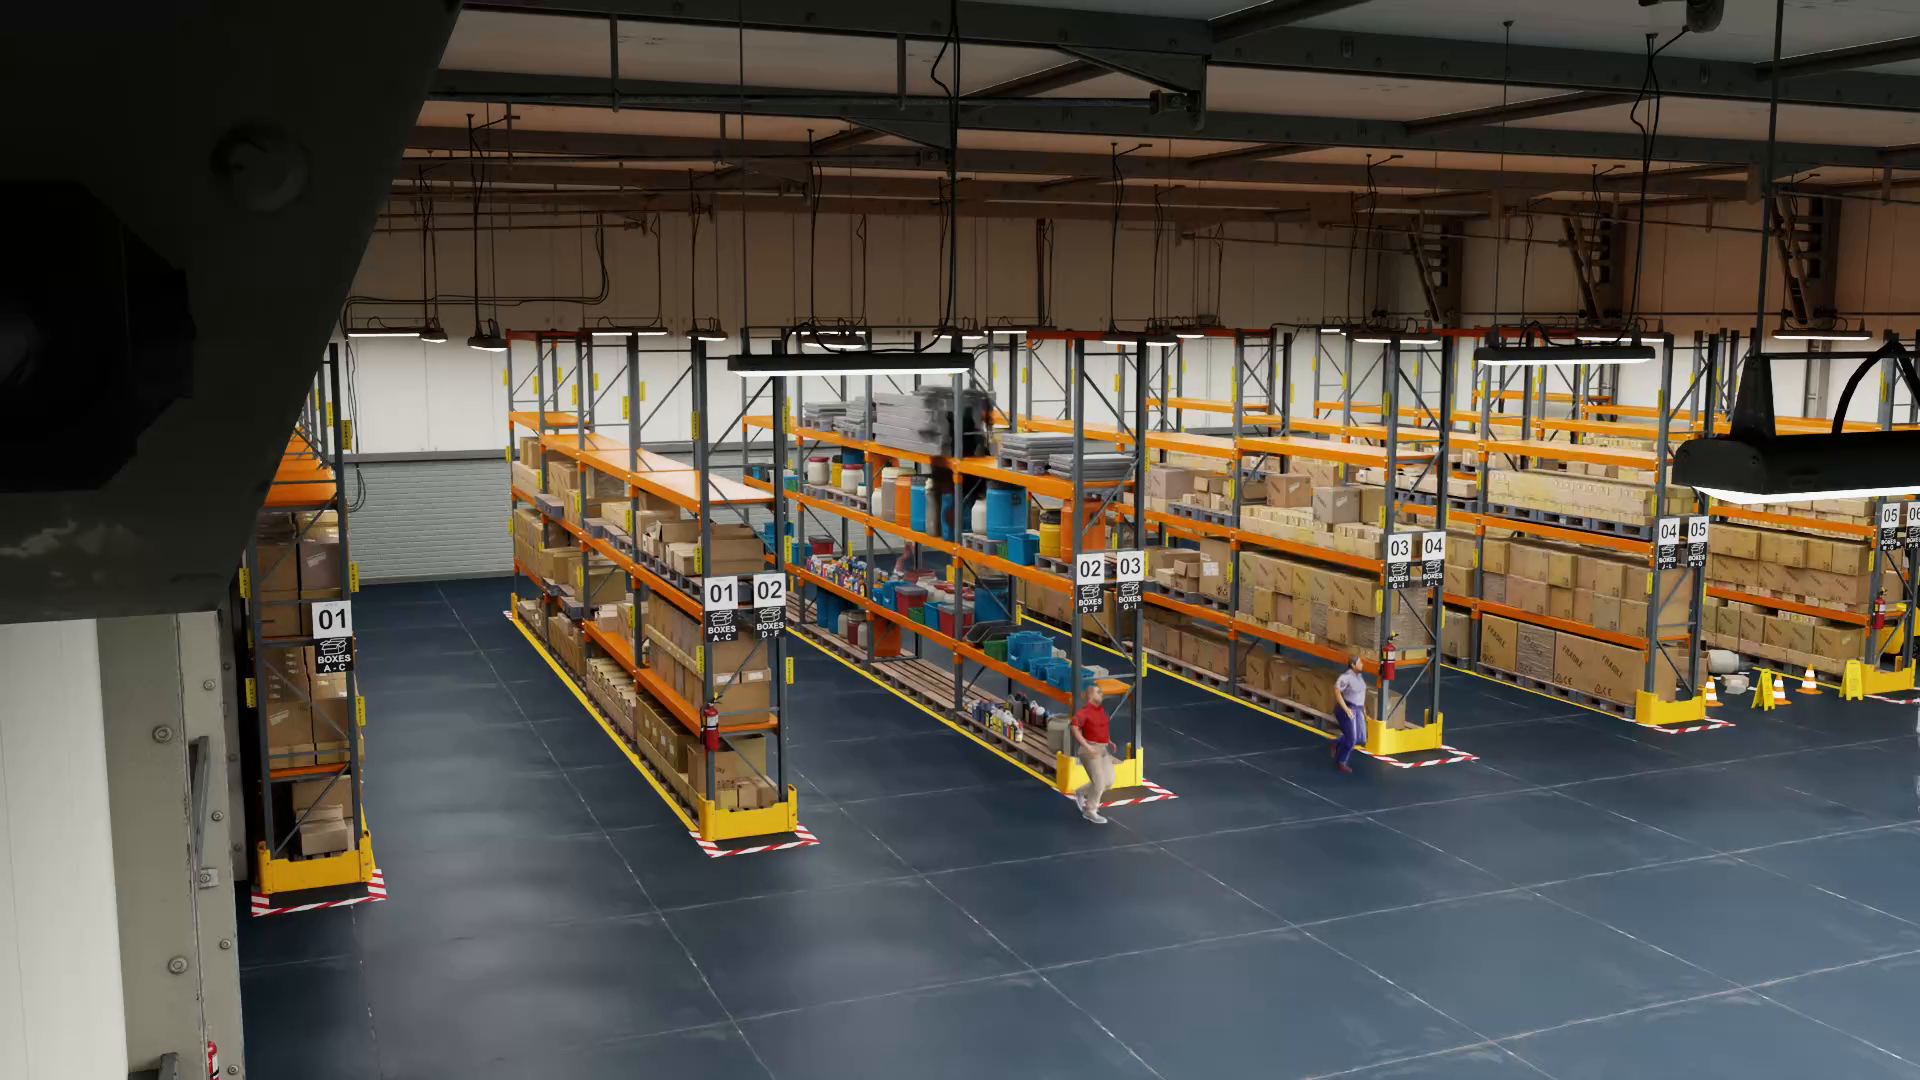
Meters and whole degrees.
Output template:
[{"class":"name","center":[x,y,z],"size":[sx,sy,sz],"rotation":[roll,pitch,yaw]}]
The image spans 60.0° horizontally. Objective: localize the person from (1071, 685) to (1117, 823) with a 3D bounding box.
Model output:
[{"class":"person","center":[1.688,2.678,20.948],"size":[0.543,1.683,0.706],"rotation":[5,9,34]}]

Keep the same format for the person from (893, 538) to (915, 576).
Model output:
[{"class":"person","center":[-1.228,0.084,39.925],"size":[0.793,1.725,0.549],"rotation":[-1,8,-8]}]

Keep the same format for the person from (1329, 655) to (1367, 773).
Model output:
[{"class":"person","center":[5.443,2.406,23.282],"size":[0.648,1.593,0.545],"rotation":[-8,11,-44]}]
